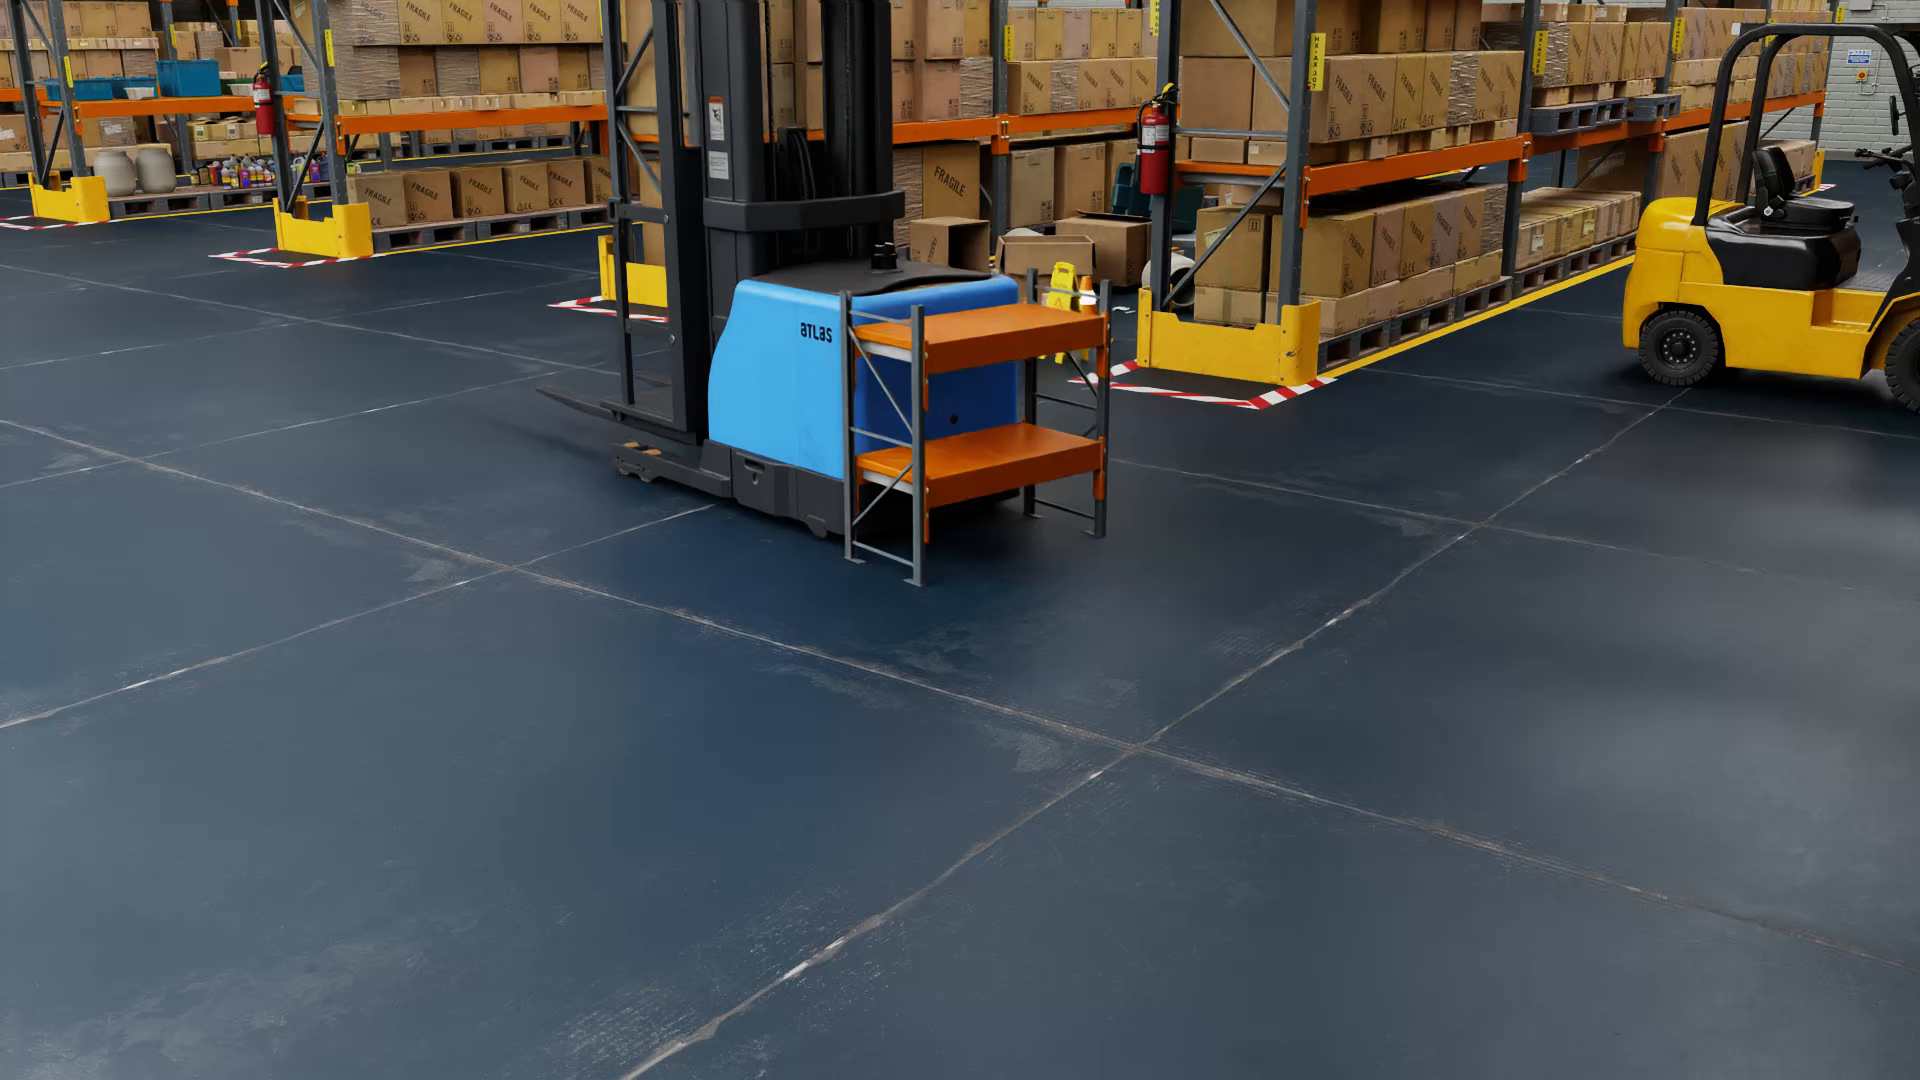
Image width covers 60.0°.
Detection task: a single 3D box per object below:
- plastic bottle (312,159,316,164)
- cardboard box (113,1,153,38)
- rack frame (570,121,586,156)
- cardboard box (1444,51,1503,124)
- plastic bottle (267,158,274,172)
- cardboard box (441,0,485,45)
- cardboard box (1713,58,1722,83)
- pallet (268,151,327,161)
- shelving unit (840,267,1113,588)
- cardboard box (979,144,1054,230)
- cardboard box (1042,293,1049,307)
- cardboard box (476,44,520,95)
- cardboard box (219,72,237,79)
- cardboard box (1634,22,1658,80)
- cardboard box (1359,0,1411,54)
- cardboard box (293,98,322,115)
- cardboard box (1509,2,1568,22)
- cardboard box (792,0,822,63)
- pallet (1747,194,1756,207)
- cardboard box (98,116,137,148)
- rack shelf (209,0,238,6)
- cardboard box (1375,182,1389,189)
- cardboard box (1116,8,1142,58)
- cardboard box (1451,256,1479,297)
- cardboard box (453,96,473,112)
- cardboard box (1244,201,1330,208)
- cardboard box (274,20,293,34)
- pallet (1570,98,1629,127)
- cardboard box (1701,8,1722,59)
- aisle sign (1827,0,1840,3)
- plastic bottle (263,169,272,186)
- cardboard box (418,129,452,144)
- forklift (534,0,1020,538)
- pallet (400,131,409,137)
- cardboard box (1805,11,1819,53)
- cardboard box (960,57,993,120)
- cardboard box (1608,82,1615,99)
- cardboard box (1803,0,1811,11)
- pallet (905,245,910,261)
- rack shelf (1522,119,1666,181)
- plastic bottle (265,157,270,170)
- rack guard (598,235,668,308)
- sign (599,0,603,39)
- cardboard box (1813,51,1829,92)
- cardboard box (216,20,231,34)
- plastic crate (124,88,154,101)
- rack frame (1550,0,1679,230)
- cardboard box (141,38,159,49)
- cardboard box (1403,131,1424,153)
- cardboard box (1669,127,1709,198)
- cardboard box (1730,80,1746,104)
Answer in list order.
[{"bbox_3d":[-8.289,-4.760,21.366,0.152,0.276,0.135,12,21,35],"label":"plastic bottle"},{"bbox_3d":[-12.124,-7.518,24.038,0.700,0.500,0.500,13,21,35],"label":"cardboard box"},{"bbox_3d":[-5.506,-7.034,24.836,1.000,3.000,0.127,12,21,35],"label":"rack frame"},{"bbox_3d":[3.681,-3.371,12.370,0.500,0.500,0.500,13,22,37],"label":"cardboard box"},{"bbox_3d":[-8.873,-4.783,21.445,0.097,0.271,0.097,0,17,0],"label":"plastic bottle"},{"bbox_3d":[-5.148,-5.240,16.705,0.500,0.500,0.500,12,21,35],"label":"cardboard box"},{"bbox_3d":[7.860,-5.009,17.727,0.500,0.250,0.500,13,21,36],"label":"cardboard box"},{"bbox_3d":[-10.731,-6.100,26.530,1.003,0.211,1.213,12,21,35],"label":"pallet"},{"bbox_3d":[0.078,-0.504,6.969,1.048,1.125,0.538,-14,22,-38],"label":"shelving unit"},{"bbox_3d":[0.310,-3.595,16.848,1.050,0.750,0.750,12,21,34],"label":"cardboard box"},{"bbox_3d":[0.823,-1.809,12.819,0.250,0.149,0.380,-7,19,-22],"label":"cardboard box"},{"bbox_3d":[-5.103,-4.938,17.416,0.875,0.500,0.500,12,21,35],"label":"cardboard box"},{"bbox_3d":[-11.173,-7.012,25.190,0.380,0.149,0.250,12,21,35],"label":"cardboard box"},{"bbox_3d":[6.084,-4.515,15.347,0.500,0.500,0.500,12,21,34],"label":"cardboard box"},{"bbox_3d":[2.731,-3.683,11.688,0.700,0.500,0.500,12,21,34],"label":"cardboard box"},{"bbox_3d":[-6.290,-4.237,16.255,0.380,0.149,0.250,12,21,35],"label":"cardboard box"},{"bbox_3d":[4.612,-4.204,13.252,0.380,0.149,0.250,12,21,34],"label":"cardboard box"},{"bbox_3d":[-1.423,-4.278,13.888,0.875,0.550,0.550,12,21,35],"label":"cardboard box"},{"bbox_3d":[9.330,-4.196,20.398,1.003,0.211,1.213,12,21,35],"label":"pallet"},{"bbox_3d":[-12.273,-5.937,23.967,0.500,0.500,0.500,12,21,35],"label":"cardboard box"},{"bbox_3d":[-12.270,-10.350,31.669,1.077,0.370,4.000,12,21,35],"label":"rack shelf"},{"bbox_3d":[3.052,-2.775,12.693,0.380,0.149,0.250,13,22,37],"label":"cardboard box"},{"bbox_3d":[1.516,-5.435,17.832,0.700,0.500,0.500,12,21,34],"label":"cardboard box"},{"bbox_3d":[3.602,-2.025,12.635,0.500,0.250,0.500,12,21,33],"label":"cardboard box"},{"bbox_3d":[-5.194,-4.458,16.964,0.380,0.149,0.250,12,21,35],"label":"cardboard box"},{"bbox_3d":[2.240,-2.109,11.642,0.500,0.500,0.500,13,22,37],"label":"cardboard box"},{"bbox_3d":[-12.665,-9.533,30.914,0.500,0.250,0.500,12,21,34],"label":"cardboard box"},{"bbox_3d":[5.284,-3.837,14.865,1.003,0.211,1.213,12,21,35],"label":"pallet"},{"bbox_3d":[7.530,-5.247,17.228,0.500,0.500,0.500,13,22,36],"label":"cardboard box"},{"bbox_3d":[11.490,-7.517,22.007,0.394,0.787,0.004,12,21,35],"label":"aisle sign"},{"bbox_3d":[-8.619,-4.508,20.679,0.097,0.201,0.097,0,17,0],"label":"plastic bottle"},{"bbox_3d":[-8.981,-6.984,28.149,0.500,0.500,0.500,14,22,37],"label":"cardboard box"},{"bbox_3d":[-1.090,-1.769,7.999,1.130,2.935,3.031,-15,23,-40],"label":"forklift"},{"bbox_3d":[-11.478,-8.208,33.320,1.003,0.211,1.213,12,21,35],"label":"pallet"},{"bbox_3d":[10.517,-6.434,21.051,0.500,0.500,0.500,12,21,34],"label":"cardboard box"},{"bbox_3d":[-0.198,-4.287,15.738,0.875,0.550,0.550,12,21,35],"label":"cardboard box"},{"bbox_3d":[5.565,-3.985,14.735,0.380,0.149,0.250,12,21,33],"label":"cardboard box"},{"bbox_3d":[10.428,-6.713,20.856,0.380,0.149,0.250,13,22,36],"label":"cardboard box"},{"bbox_3d":[-0.504,-2.806,15.924,1.003,0.211,1.213,12,21,35],"label":"pallet"},{"bbox_3d":[5.239,-3.587,14.951,1.077,0.370,4.000,12,21,35],"label":"rack shelf"},{"bbox_3d":[-8.947,-4.798,21.475,0.061,0.283,0.133,14,22,37],"label":"plastic bottle"},{"bbox_3d":[-2.386,-2.153,13.334,1.175,0.500,0.348,12,21,35],"label":"rack guard"},{"bbox_3d":[-2.799,-4.118,13.094,0.100,0.325,0.005,12,21,35],"label":"sign"},{"bbox_3d":[11.123,-6.199,21.979,0.500,0.500,0.500,13,21,35],"label":"cardboard box"},{"bbox_3d":[-13.400,-9.496,30.795,0.500,0.250,0.500,13,22,36],"label":"cardboard box"},{"bbox_3d":[-9.481,-5.159,19.242,0.298,0.136,0.250,12,21,35],"label":"plastic crate"},{"bbox_3d":[6.431,-4.407,16.378,1.000,3.000,0.127,12,21,35],"label":"rack frame"},{"bbox_3d":[-11.855,-7.212,24.148,0.380,0.149,0.250,12,21,35],"label":"cardboard box"},{"bbox_3d":[3.001,-2.789,11.590,0.380,0.149,0.250,12,21,33],"label":"cardboard box"},{"bbox_3d":[7.444,-3.955,17.795,0.875,0.875,0.875,13,21,35],"label":"cardboard box"},{"bbox_3d":[8.445,-5.016,18.591,0.500,0.250,0.500,12,21,34],"label":"cardboard box"}]
